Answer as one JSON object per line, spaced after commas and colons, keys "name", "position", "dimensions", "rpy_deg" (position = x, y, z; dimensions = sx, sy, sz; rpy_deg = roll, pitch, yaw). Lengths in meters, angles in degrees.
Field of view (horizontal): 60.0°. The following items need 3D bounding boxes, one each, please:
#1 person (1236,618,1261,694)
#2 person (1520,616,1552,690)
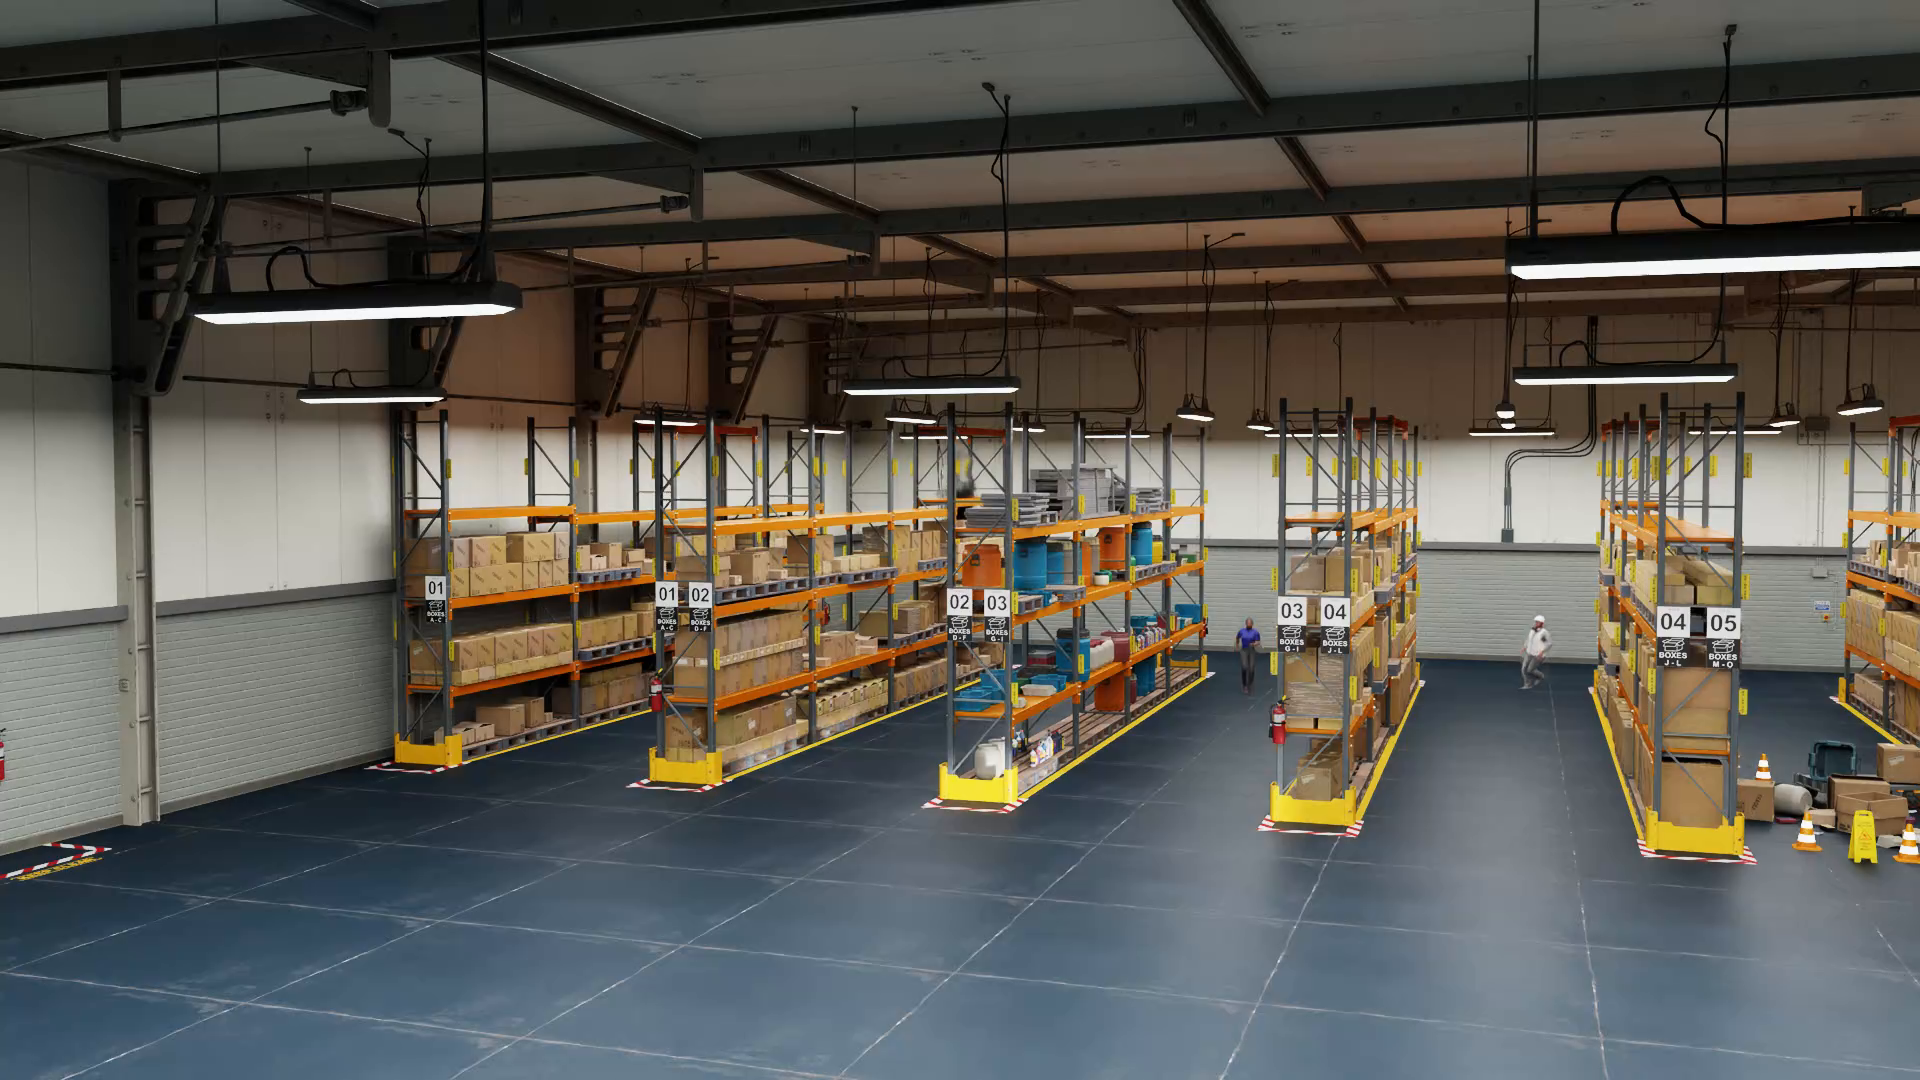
{"name": "person", "position": [6.449, 2.589, 37.166], "dimensions": [0.537, 1.711, 0.829], "rpy_deg": [0, 2, 7]}
{"name": "person", "position": [12.975, 2.549, 37.426], "dimensions": [0.542, 1.709, 0.704], "rpy_deg": [-1, 3, -28]}
